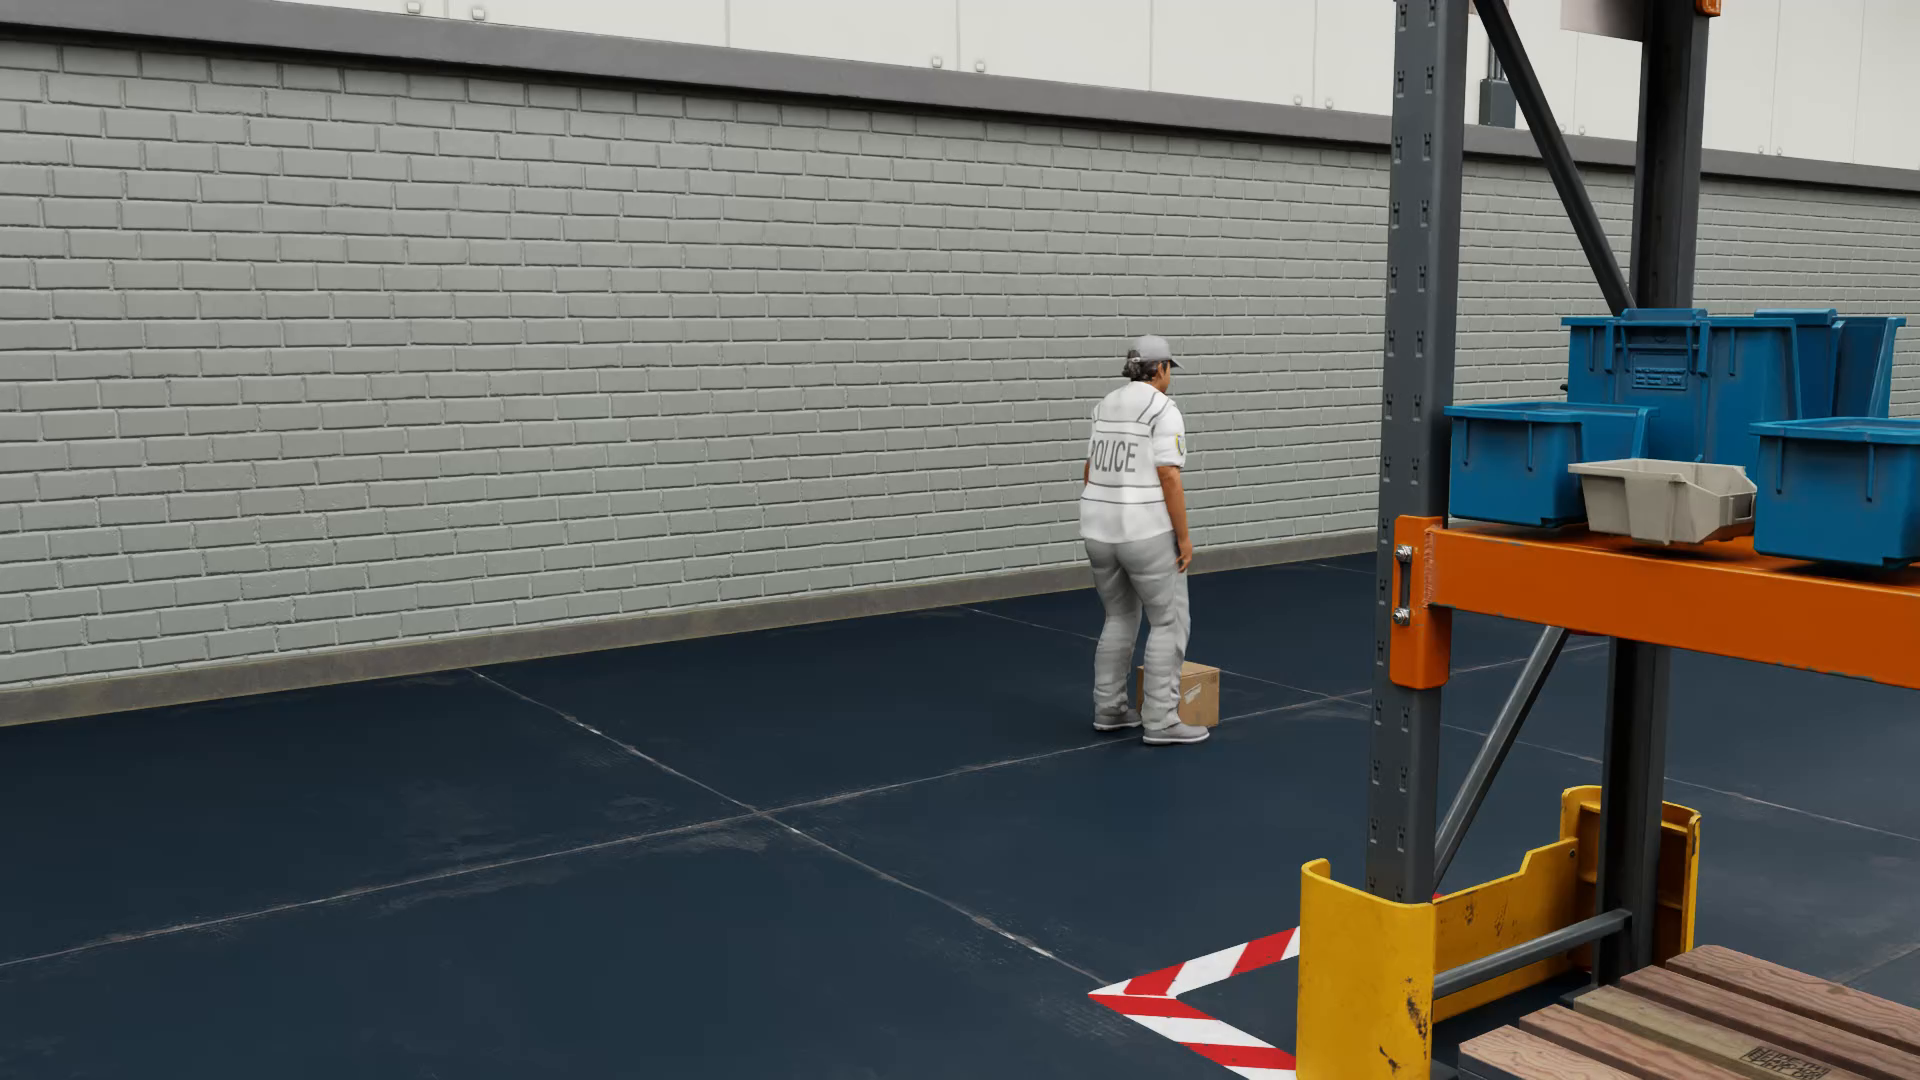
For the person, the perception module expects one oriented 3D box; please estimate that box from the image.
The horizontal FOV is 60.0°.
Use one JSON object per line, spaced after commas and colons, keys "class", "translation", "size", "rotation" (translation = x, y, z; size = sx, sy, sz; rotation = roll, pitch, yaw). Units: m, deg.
{"class": "person", "translation": [0.760, -0.012, 6.877], "size": [0.467, 1.665, 0.555], "rotation": [-6, 10, -39]}
